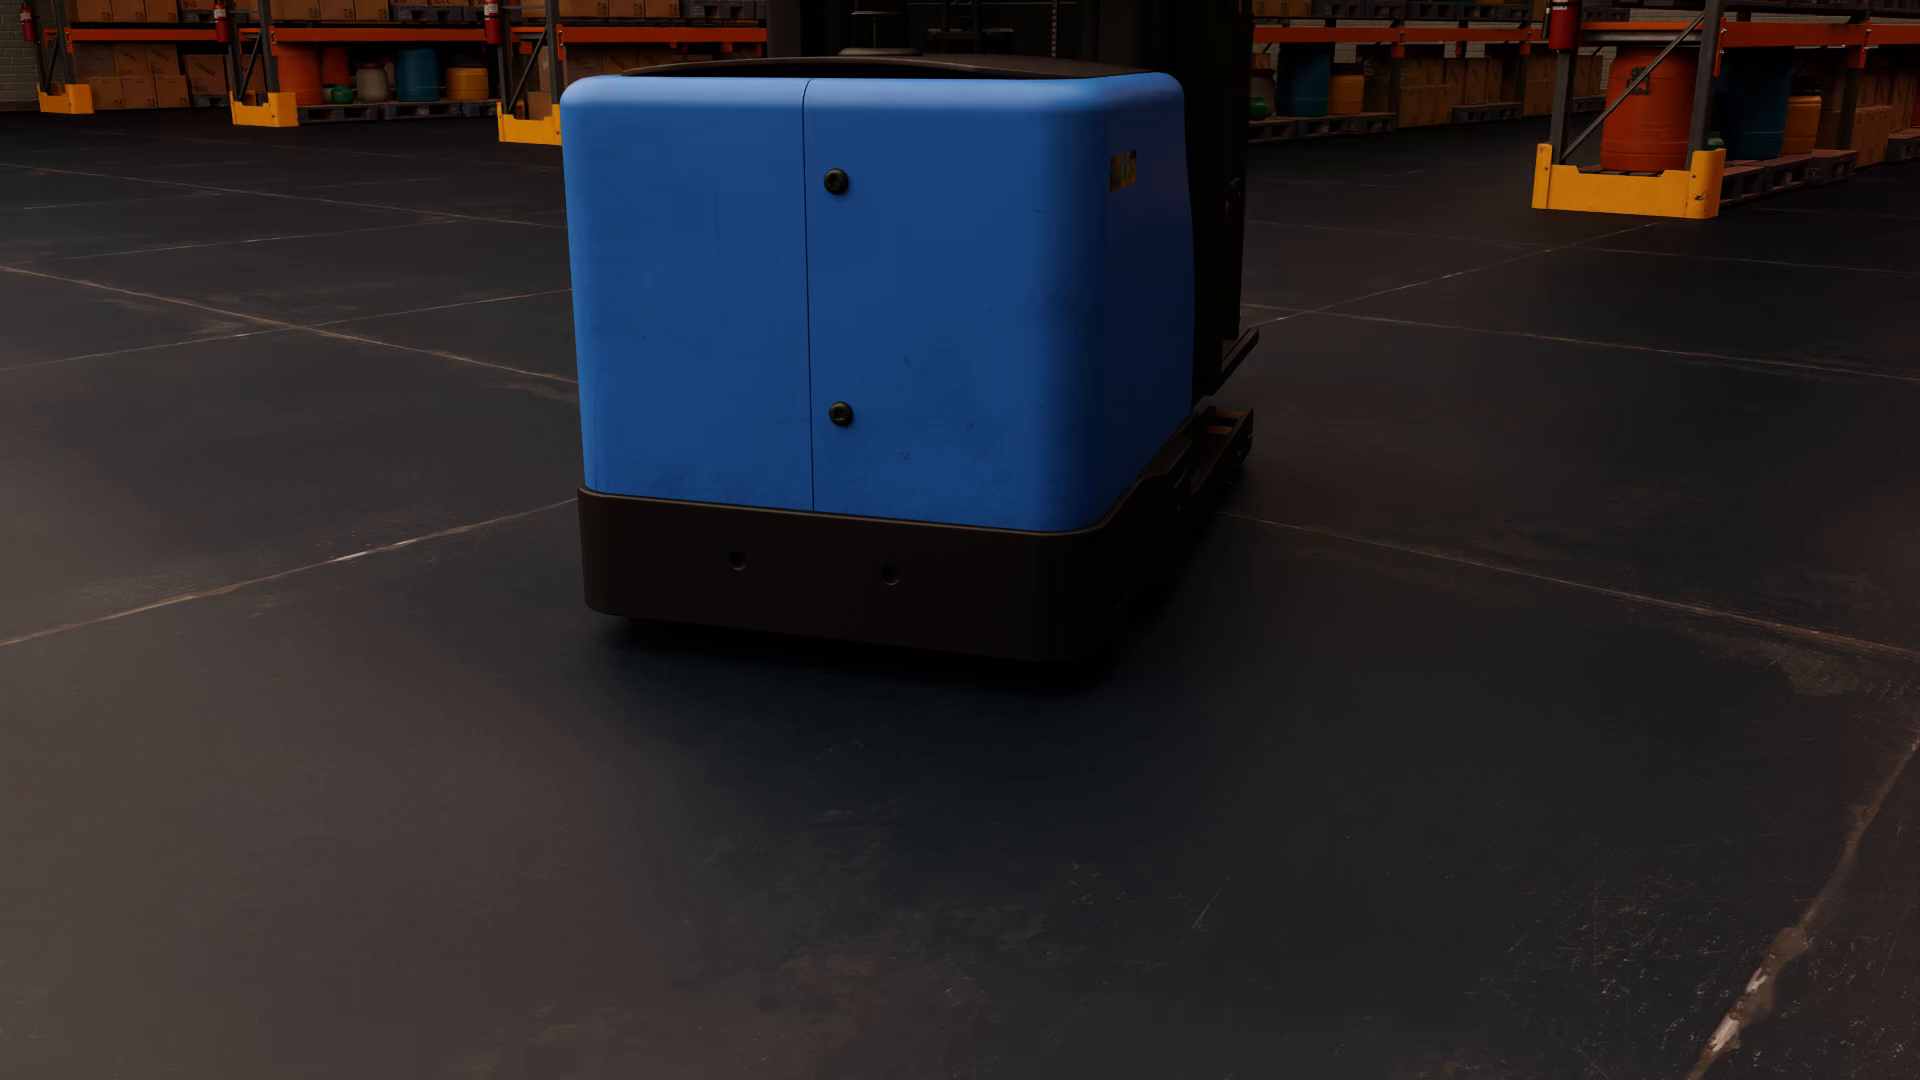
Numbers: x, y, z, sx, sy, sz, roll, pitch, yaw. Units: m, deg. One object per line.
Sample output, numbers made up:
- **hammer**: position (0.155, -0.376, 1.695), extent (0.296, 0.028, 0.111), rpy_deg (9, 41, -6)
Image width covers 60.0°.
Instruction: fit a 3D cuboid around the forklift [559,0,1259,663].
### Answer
- **forklift**: position (0.182, -1.571, 4.072), extent (1.130, 2.935, 3.031), rpy_deg (5, 18, 17)
